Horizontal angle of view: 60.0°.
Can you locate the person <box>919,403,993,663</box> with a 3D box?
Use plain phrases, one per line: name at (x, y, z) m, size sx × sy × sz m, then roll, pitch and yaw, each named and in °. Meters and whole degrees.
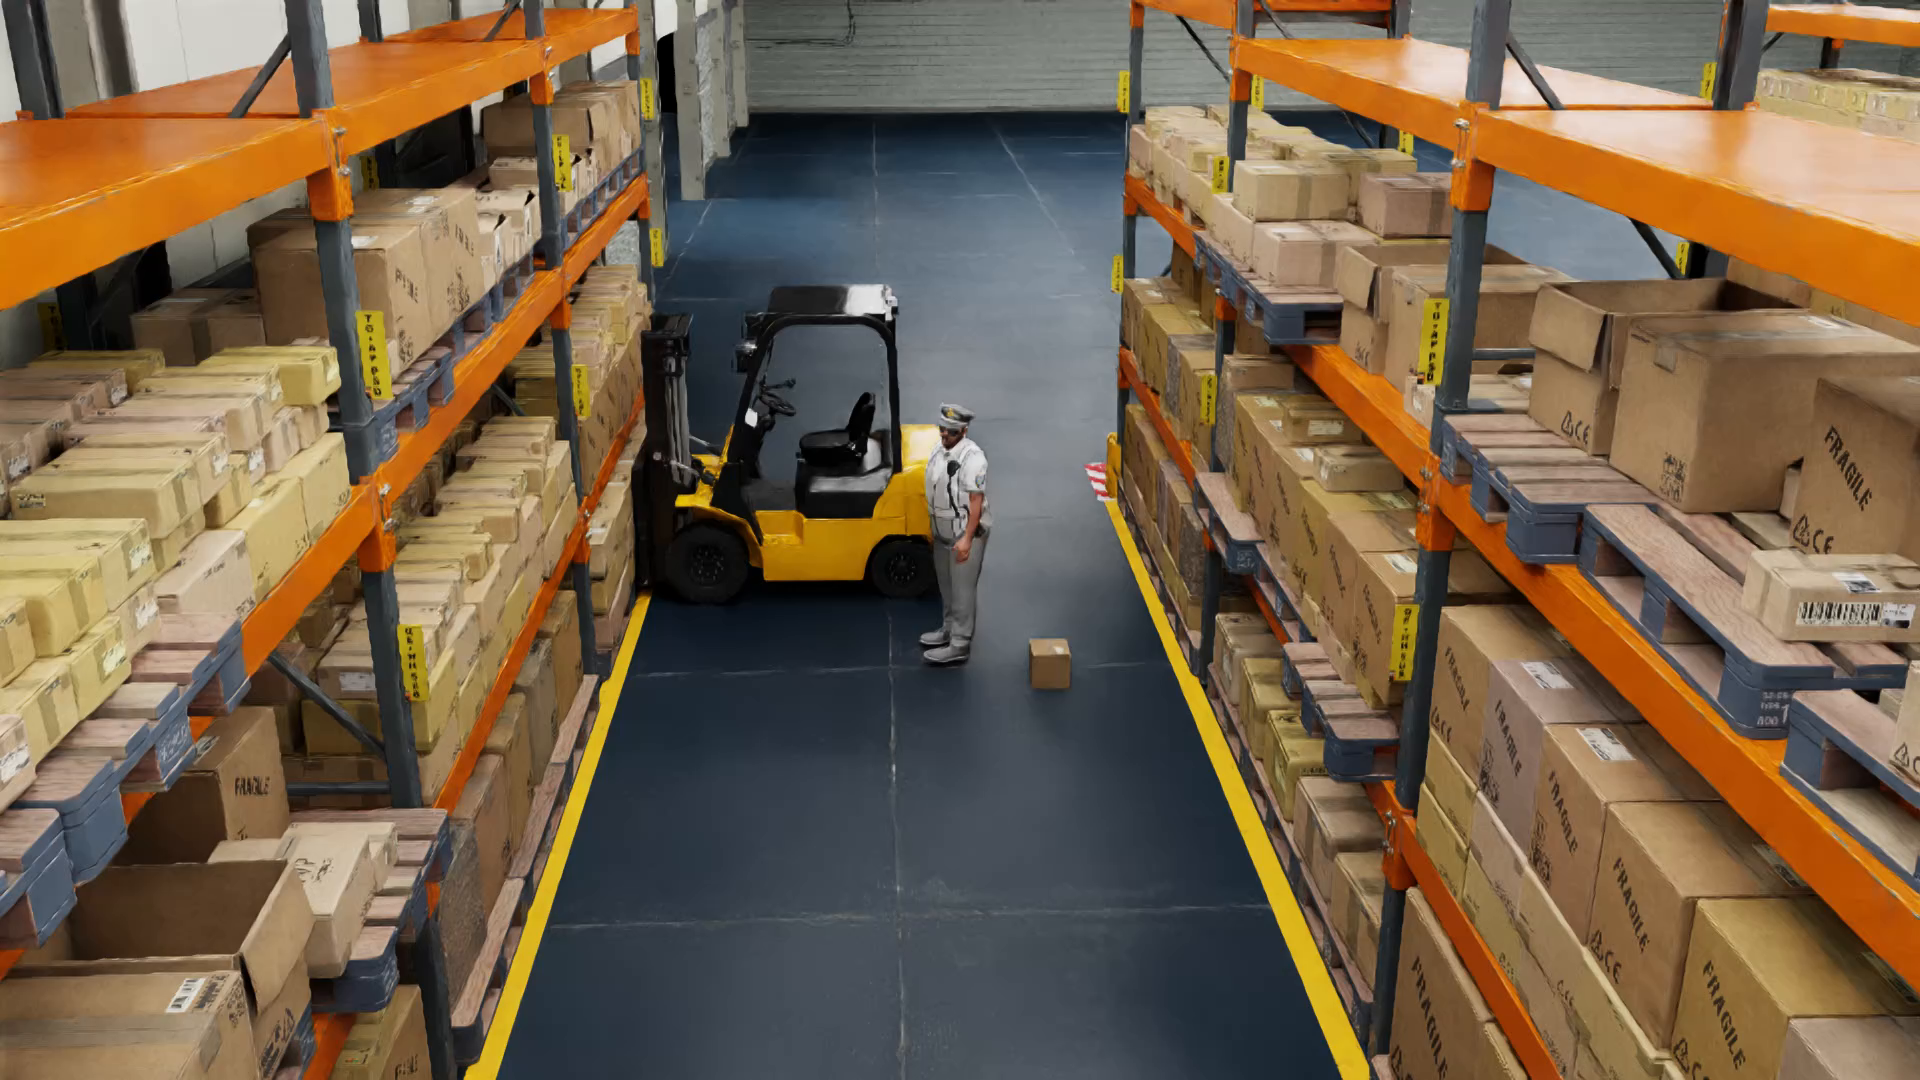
person at (-0.092, -0.063, 11.166) m, size 0.544 × 1.769 × 0.590 m, roll -14°, pitch 25°, yaw -34°
